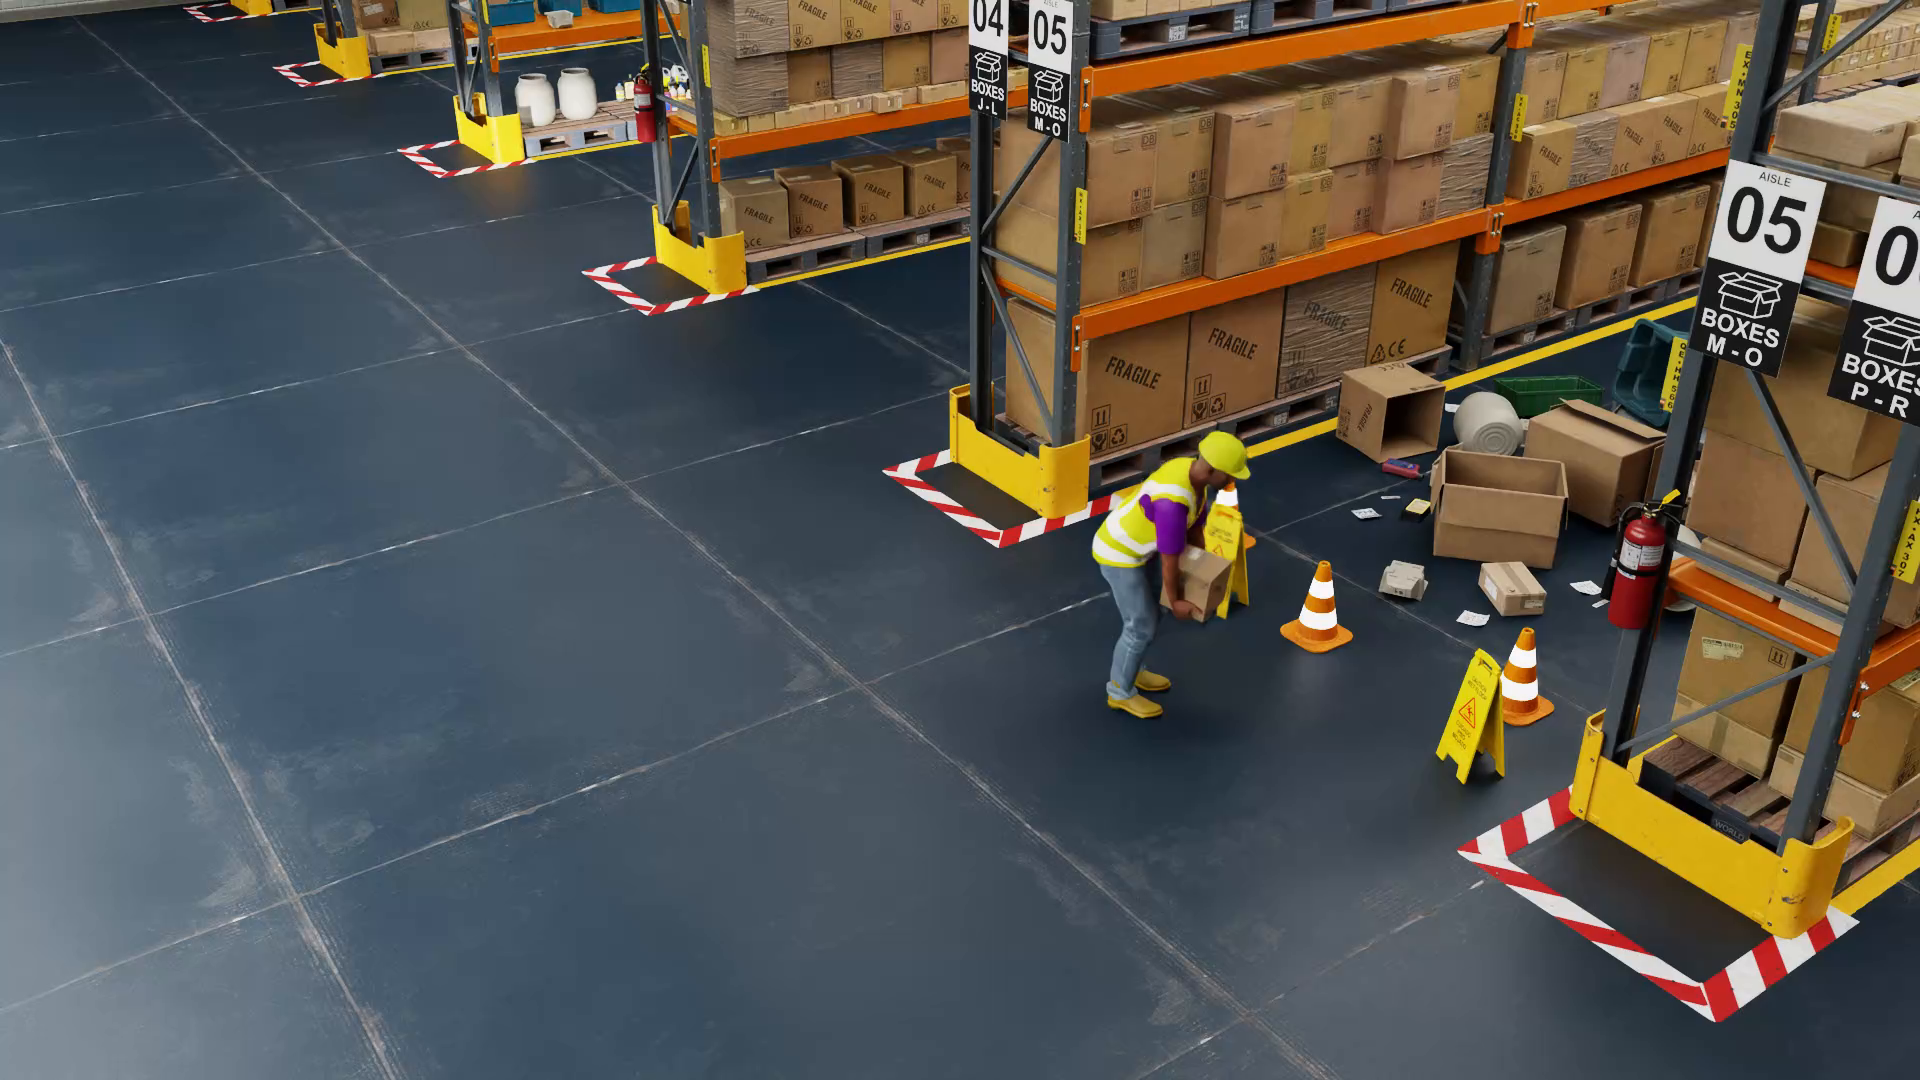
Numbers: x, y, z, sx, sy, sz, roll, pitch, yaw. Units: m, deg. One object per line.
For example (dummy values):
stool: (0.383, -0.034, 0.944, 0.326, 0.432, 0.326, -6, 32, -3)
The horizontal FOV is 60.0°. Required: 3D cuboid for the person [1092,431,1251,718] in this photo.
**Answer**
person: (1.060, 0.148, 8.488, 0.749, 1.608, 0.480, 12, 31, 21)
